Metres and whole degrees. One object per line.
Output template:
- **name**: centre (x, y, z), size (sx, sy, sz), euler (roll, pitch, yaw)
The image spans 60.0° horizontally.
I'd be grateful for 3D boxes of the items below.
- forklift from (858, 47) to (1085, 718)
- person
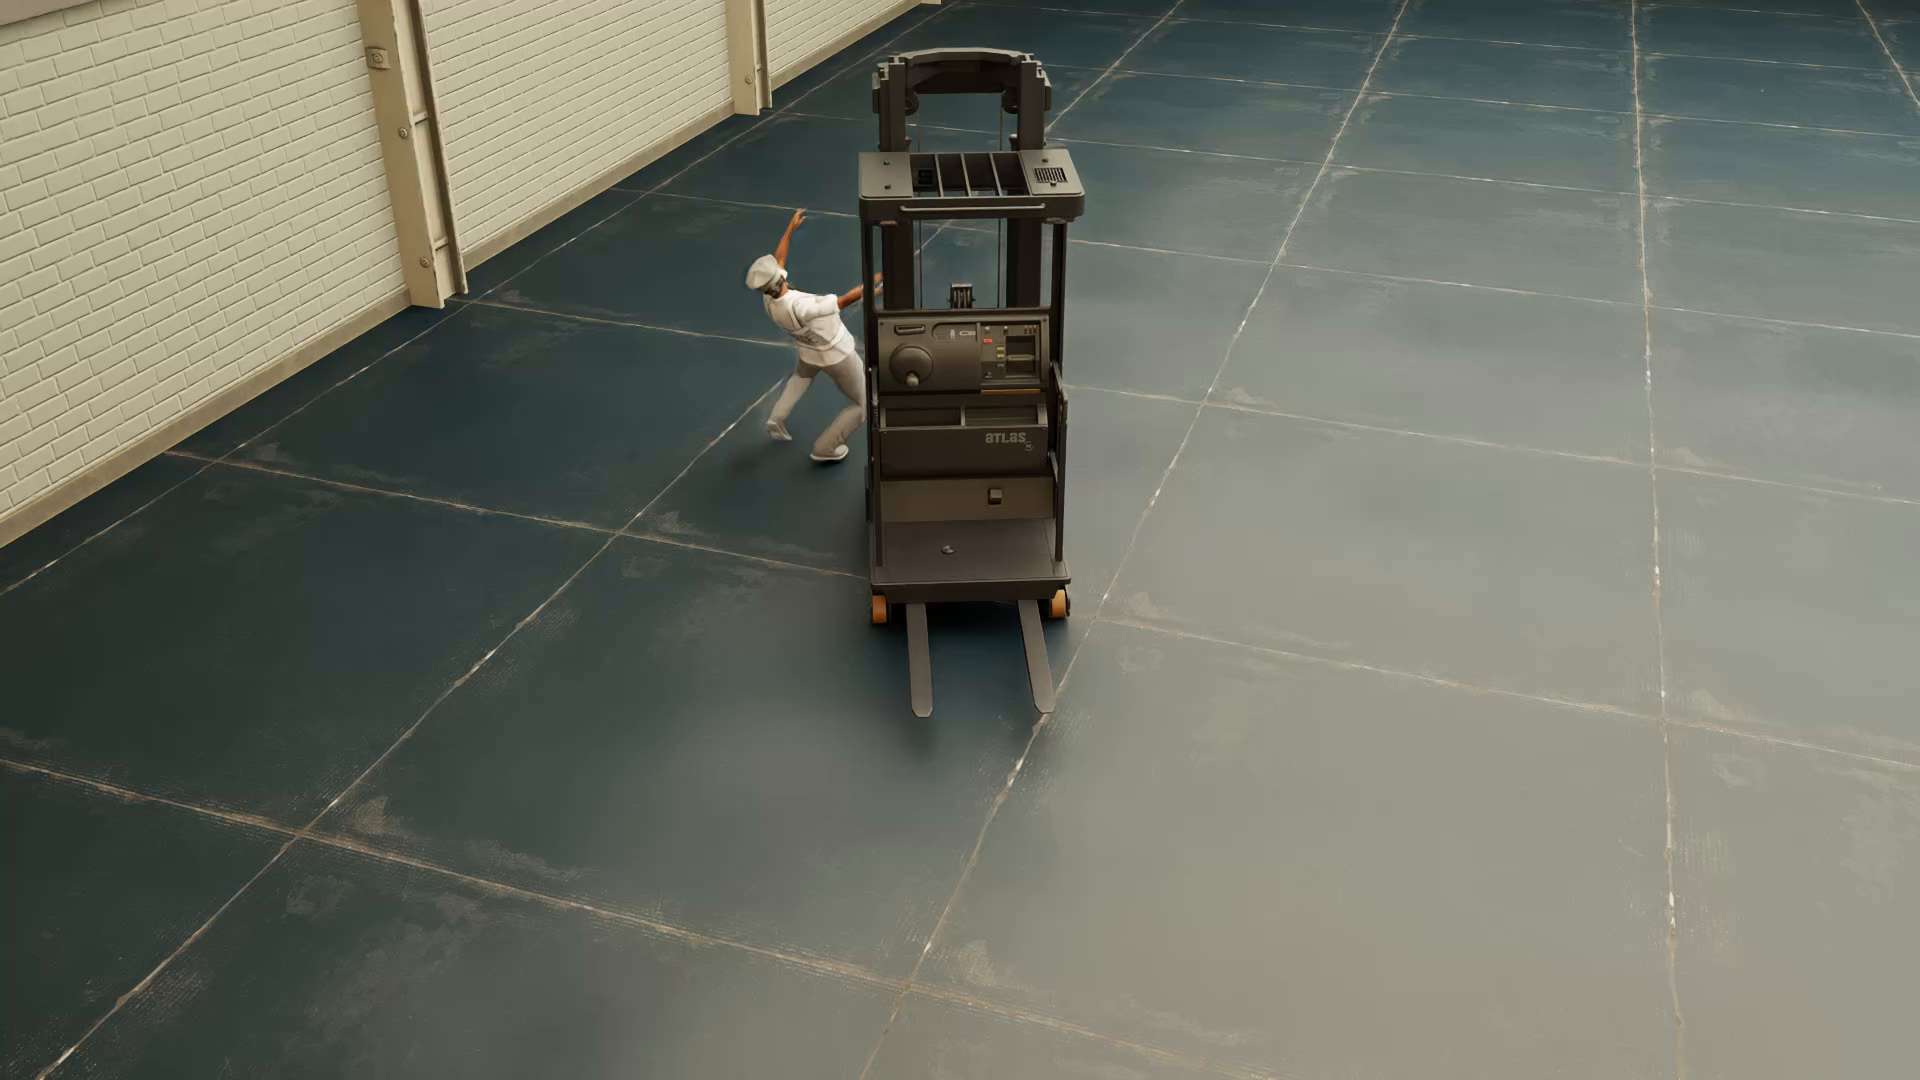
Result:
- **forklift**: centre (0.035, -0.972, 8.842), size (1.130, 2.935, 3.031), euler (-2, 30, -3)
- **person**: centre (-0.894, -1.214, 10.611), size (0.941, 1.575, 0.688), euler (21, 36, 32)
